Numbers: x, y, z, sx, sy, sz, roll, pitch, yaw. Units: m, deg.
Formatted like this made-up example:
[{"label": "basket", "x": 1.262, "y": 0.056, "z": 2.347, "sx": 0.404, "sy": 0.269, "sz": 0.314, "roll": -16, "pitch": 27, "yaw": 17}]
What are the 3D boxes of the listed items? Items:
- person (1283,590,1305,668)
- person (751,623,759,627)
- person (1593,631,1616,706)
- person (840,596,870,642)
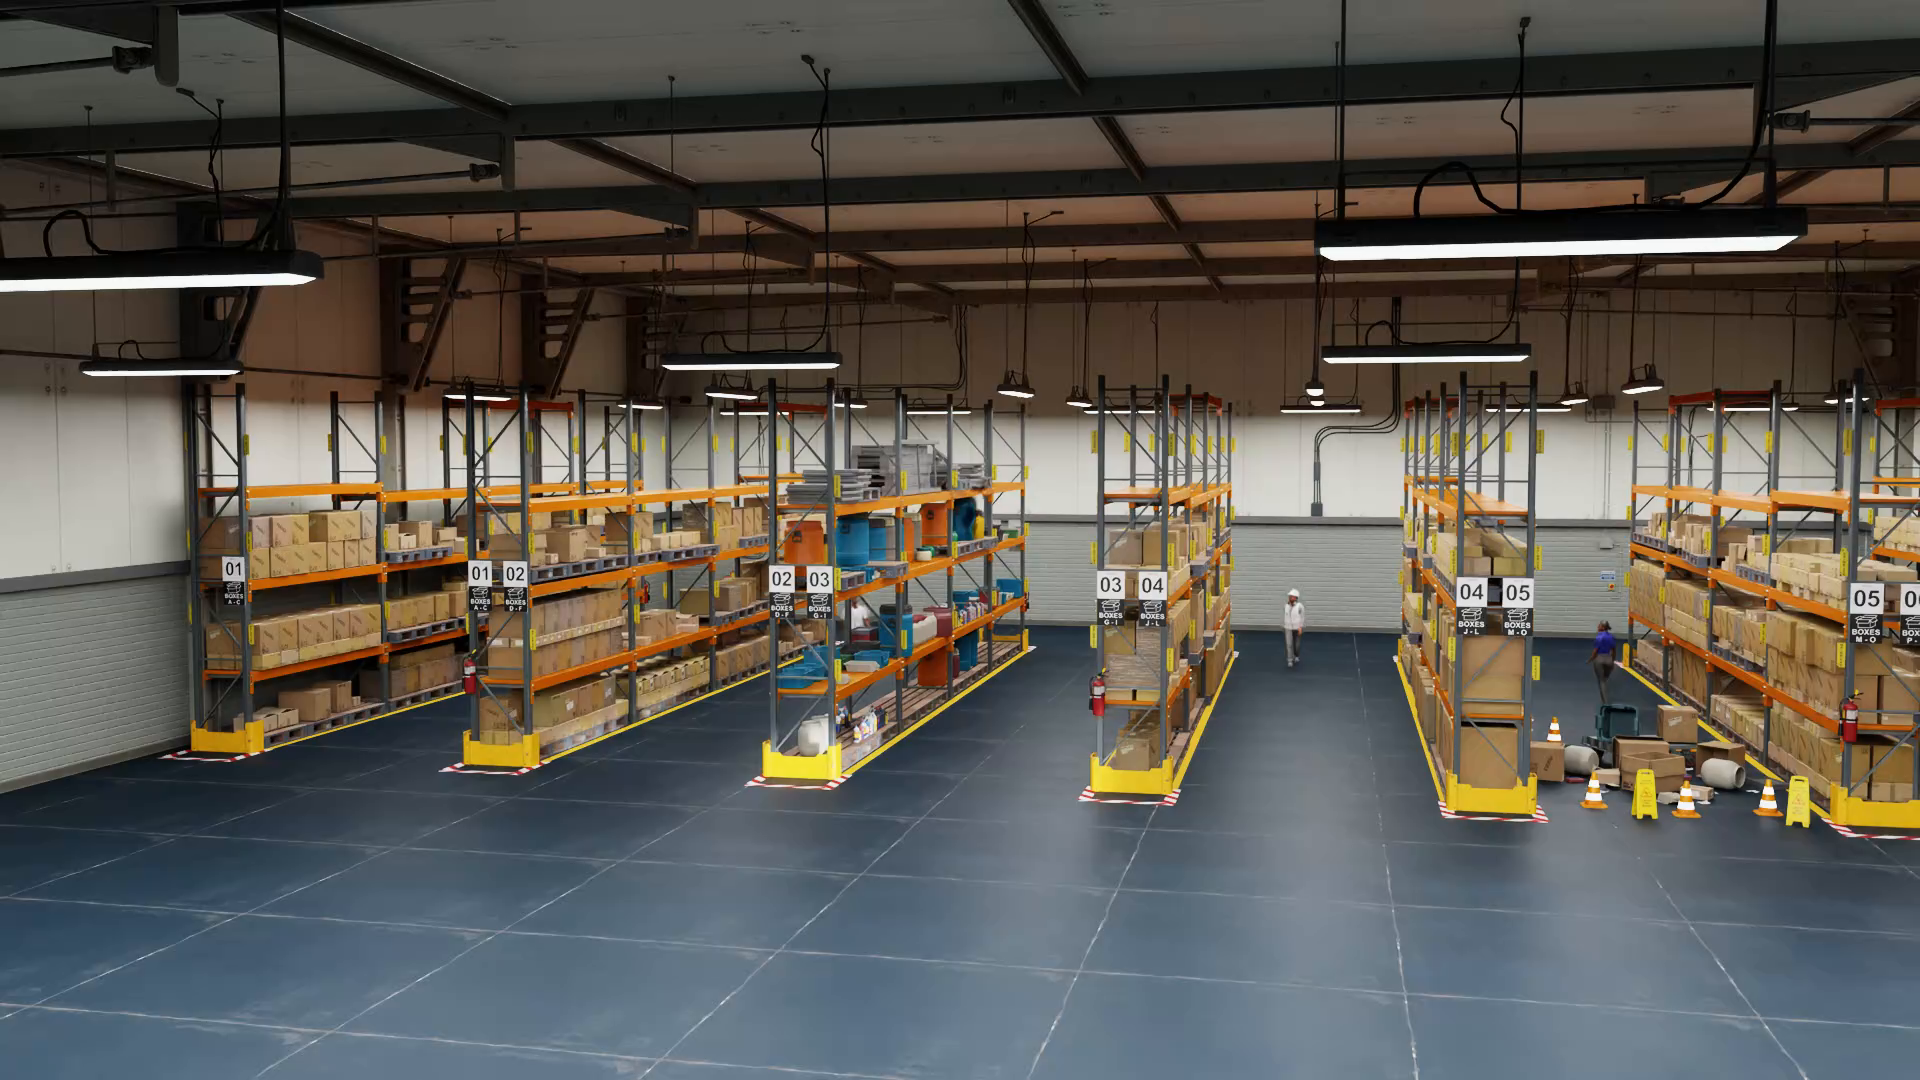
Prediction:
[{"label": "person", "x": 7.555, "y": 1.995, "z": 37.619, "sx": 0.489, "sy": 1.731, "sz": 1.066, "roll": 1, "pitch": 3, "yaw": 9}, {"label": "person", "x": -5.820, "y": 1.532, "z": 45.737, "sx": 0.600, "sy": 1.695, "sz": 0.739, "roll": -3, "pitch": 4, "yaw": -39}, {"label": "person", "x": 12.276, "y": 2.466, "z": 31.714, "sx": 0.451, "sy": 1.482, "sz": 0.659, "roll": 0, "pitch": 3, "yaw": -3}, {"label": "person", "x": -2.286, "y": 1.998, "z": 36.842, "sx": 0.728, "sy": 1.651, "sz": 0.884, "roll": 1, "pitch": 3, "yaw": 10}]
